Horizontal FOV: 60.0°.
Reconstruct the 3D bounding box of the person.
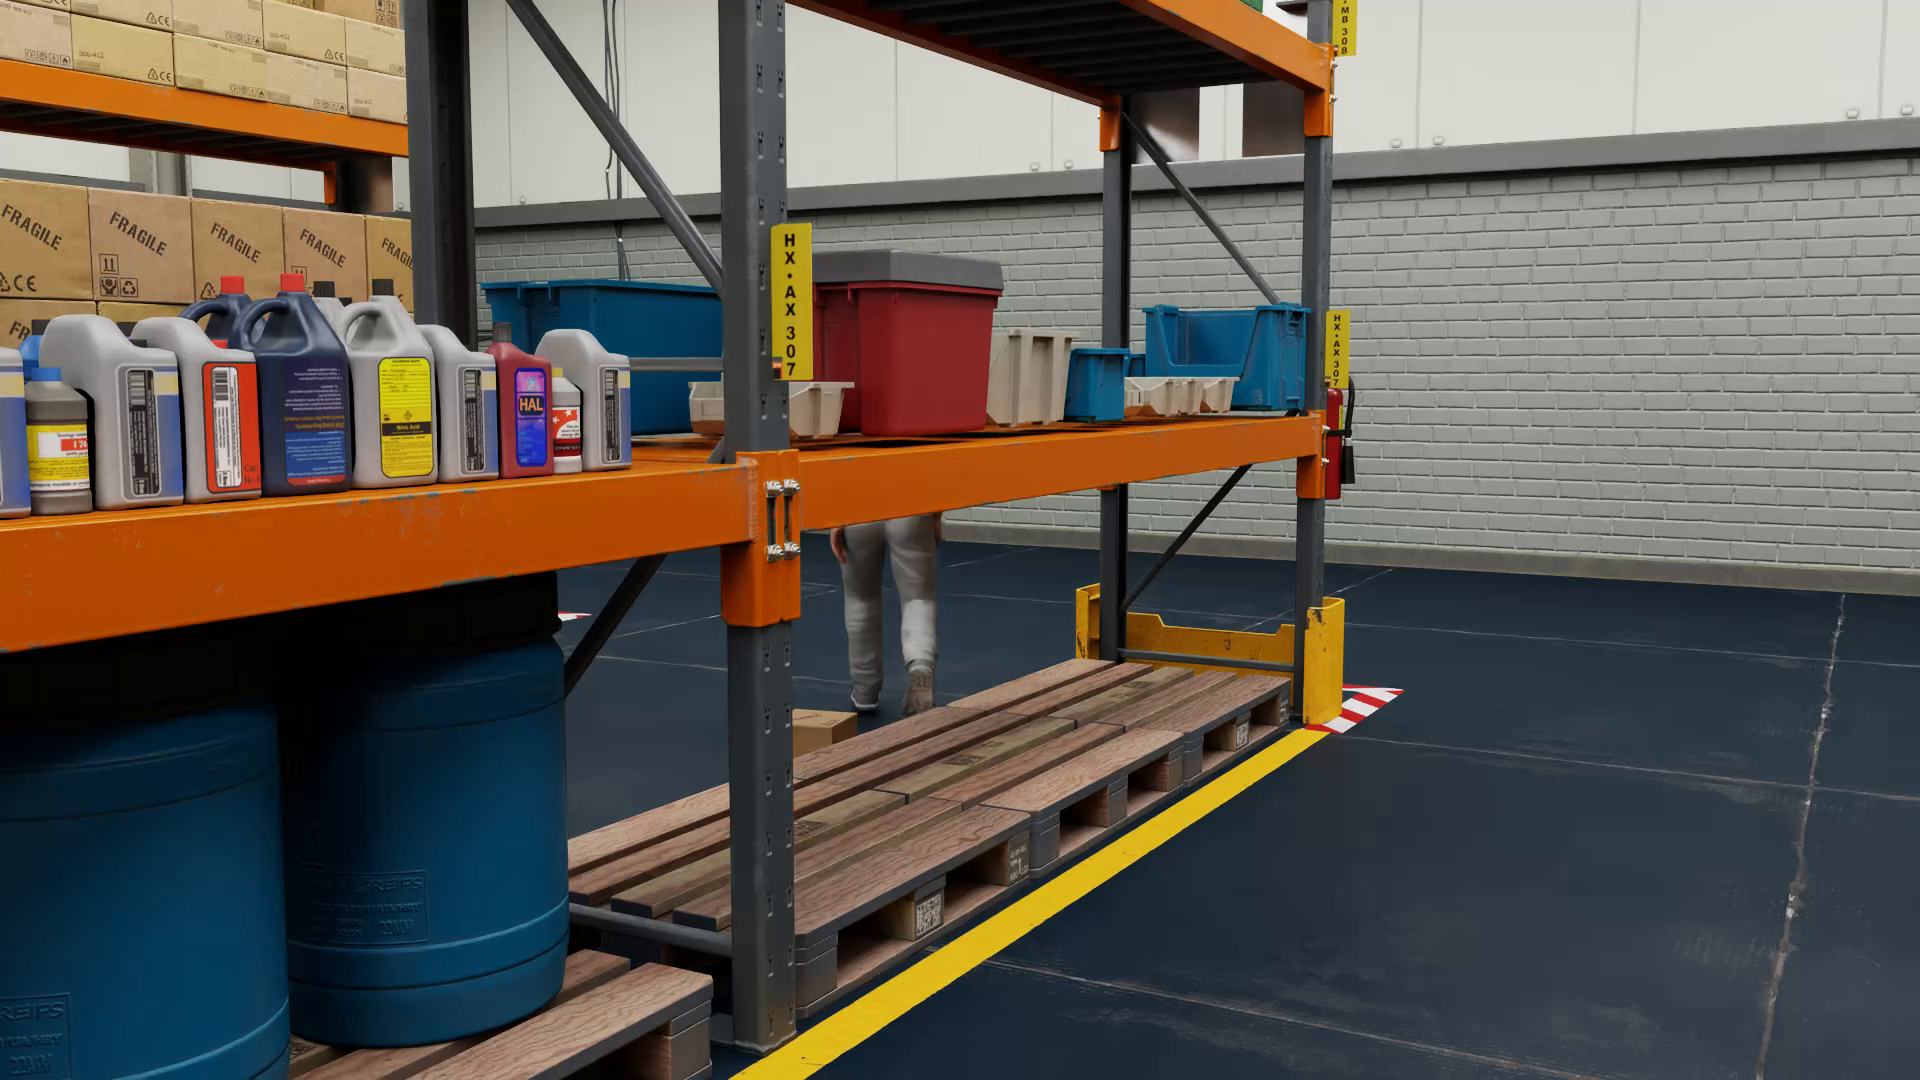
[{"bbox_3d":[-0.309,-0.114,7.009,0.523,1.738,0.854,0,6,-1],"label":"person"}]
